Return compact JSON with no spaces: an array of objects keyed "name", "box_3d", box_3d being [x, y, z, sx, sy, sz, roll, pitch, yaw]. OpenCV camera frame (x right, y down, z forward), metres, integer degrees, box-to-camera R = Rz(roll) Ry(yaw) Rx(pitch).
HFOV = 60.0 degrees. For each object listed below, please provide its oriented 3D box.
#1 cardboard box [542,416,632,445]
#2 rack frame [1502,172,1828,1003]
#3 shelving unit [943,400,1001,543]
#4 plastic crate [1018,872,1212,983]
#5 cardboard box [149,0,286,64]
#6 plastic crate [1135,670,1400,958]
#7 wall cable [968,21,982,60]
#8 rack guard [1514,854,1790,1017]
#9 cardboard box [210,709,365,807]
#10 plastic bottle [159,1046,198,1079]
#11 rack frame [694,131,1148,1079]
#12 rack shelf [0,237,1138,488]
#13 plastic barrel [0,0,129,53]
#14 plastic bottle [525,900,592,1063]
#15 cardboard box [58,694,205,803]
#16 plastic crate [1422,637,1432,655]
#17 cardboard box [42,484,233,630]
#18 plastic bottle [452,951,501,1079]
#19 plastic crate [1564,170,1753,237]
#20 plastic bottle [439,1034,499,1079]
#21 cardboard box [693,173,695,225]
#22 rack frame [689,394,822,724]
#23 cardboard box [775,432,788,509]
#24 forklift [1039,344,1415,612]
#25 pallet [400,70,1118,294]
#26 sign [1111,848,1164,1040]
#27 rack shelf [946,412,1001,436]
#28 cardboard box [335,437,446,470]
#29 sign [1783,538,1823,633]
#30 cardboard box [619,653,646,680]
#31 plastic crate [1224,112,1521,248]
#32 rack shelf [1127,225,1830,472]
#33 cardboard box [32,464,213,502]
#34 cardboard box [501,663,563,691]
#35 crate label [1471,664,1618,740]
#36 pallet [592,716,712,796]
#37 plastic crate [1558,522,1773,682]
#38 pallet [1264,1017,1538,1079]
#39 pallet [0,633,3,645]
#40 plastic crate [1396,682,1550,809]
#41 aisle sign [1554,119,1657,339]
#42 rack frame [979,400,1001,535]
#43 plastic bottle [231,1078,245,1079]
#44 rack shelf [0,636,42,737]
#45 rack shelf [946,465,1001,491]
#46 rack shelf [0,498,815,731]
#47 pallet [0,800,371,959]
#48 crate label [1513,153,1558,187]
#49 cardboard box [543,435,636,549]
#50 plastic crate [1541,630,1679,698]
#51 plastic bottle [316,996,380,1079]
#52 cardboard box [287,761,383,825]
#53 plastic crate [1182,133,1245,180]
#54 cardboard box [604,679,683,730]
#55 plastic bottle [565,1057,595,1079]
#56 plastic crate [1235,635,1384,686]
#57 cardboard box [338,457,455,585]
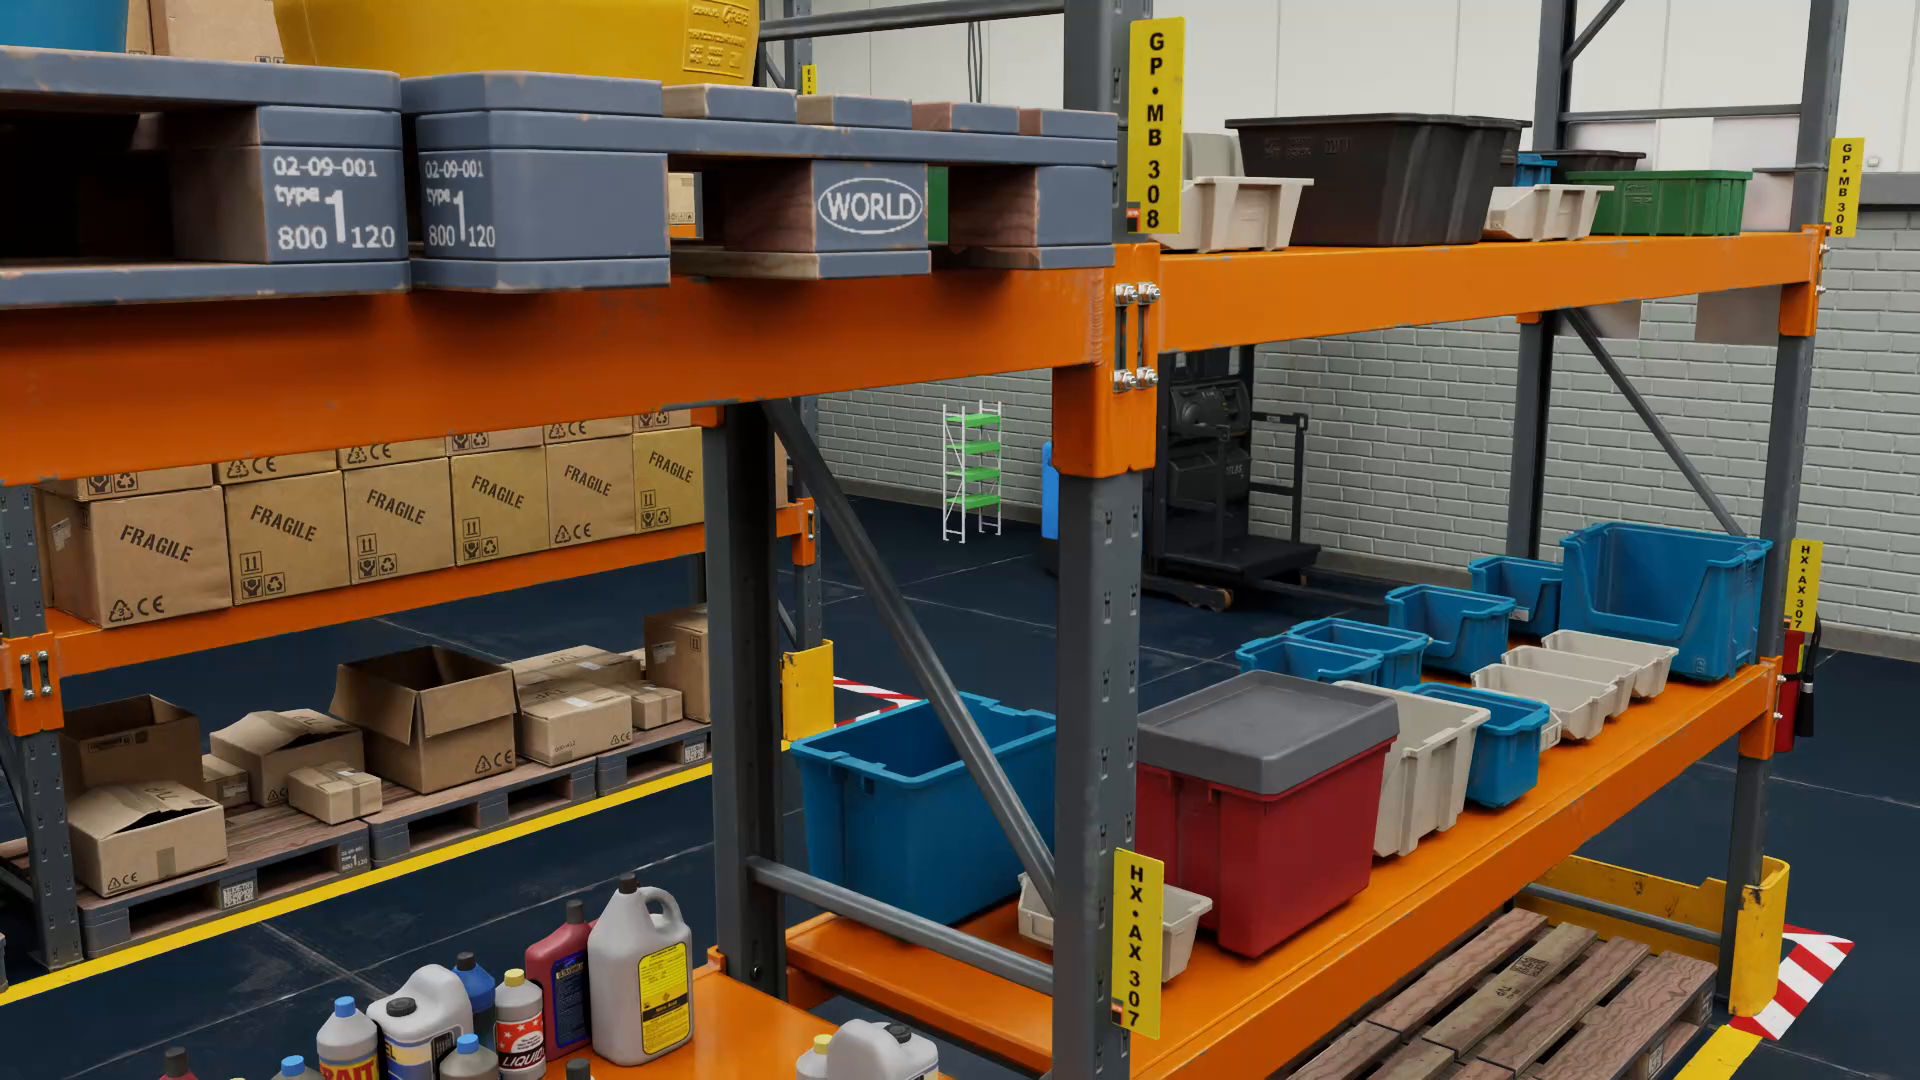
[{"name":"cardboard box","box_3d":[-1.944,-0.757,8.033,0.500,0.500,0.500,10,15,42]},{"name":"rack frame","box_3d":[2.533,0.171,6.195,1.000,3.000,0.127,10,15,40]},{"name":"shelving unit","box_3d":[0.109,-0.613,14.716,0.258,1.200,0.503,10,15,40]},{"name":"plastic crate","box_3d":[0.308,0.810,3.518,0.396,0.136,0.243,10,15,40]},{"name":"cardboard box","box_3d":[-3.097,-2.023,6.715,0.700,0.500,0.500,10,15,40]},{"name":"plastic crate","box_3d":[0.671,0.600,3.731,0.402,0.464,0.583,10,15,40]},{"name":"wall cable","box_3d":[1.126,-5.441,14.013,3.097,2.526,0.112,10,15,40]},{"name":"rack guard","box_3d":[2.540,1.392,6.465,1.175,0.500,0.348,10,15,40]},{"name":"cardboard box","box_3d":[-3.167,0.991,7.833,0.500,0.311,0.500,10,15,40]},{"name":"plastic bottle","box_3d":[-1.256,0.947,2.611,0.061,0.283,0.133,10,15,40]},{"name":"rack frame","box_3d":[-0.107,0.760,3.248,1.000,3.000,0.127,10,15,40]},{"name":"rack shelf","box_3d":[-1.427,-0.064,1.551,1.077,0.370,4.000,10,15,40]},{"name":"plastic barrel","box_3d":[-1.119,-0.892,1.508,0.600,0.901,0.708,10,15,40]},{"name":"plastic bottle","box_3d":[-0.758,0.836,3.167,0.061,0.283,0.133,10,15,40]},{"name":"cardboard box","box_3d":[-3.662,1.009,7.262,0.500,0.500,0.500,10,15,40]},{"name":"plastic crate","box_3d":[1.401,0.401,5.563,0.250,0.136,0.298,10,15,40]},{"name":"cardboard box","box_3d":[-3.284,0.030,6.647,0.500,0.500,0.500,10,15,42]},{"name":"plastic bottle","box_3d":[-0.884,0.875,3.000,0.097,0.271,0.097,0,11,0]},{"name":"plastic crate","box_3d":[2.097,-1.014,5.010,0.450,0.188,0.336,10,15,40]},{"name":"plastic bottle","box_3d":[-0.834,0.943,2.837,0.097,0.201,0.097,0,11,0]},{"name":"cardboard box","box_3d":[-1.326,-1.757,8.576,0.500,0.250,0.500,10,15,40]},{"name":"rack frame","box_3d":[-1.185,-0.470,9.404,1.000,3.000,0.127,10,15,40]},{"name":"cardboard box","box_3d":[-1.276,-0.417,8.888,0.500,0.500,0.500,10,15,42]},{"name":"forklift","box_3d":[2.039,-1.030,12.382,3.031,2.935,1.130,11,16,43]},{"name":"pallet","box_3d":[-0.551,-0.490,2.332,1.213,0.211,1.003,10,15,40]},{"name":"sign","box_3d":[0.305,0.696,2.863,0.100,0.325,0.005,10,15,40]},{"name":"rack shelf","box_3d":[0.109,-1.021,14.634,0.258,0.148,0.480,10,15,40]},{"name":"cardboard box","box_3d":[-2.623,-0.605,7.273,0.500,0.500,0.500,9,15,39]},{"name":"sign","box_3d":[2.957,0.160,5.834,0.100,0.325,0.005,10,15,40]},{"name":"cardboard box","box_3d":[-1.885,0.758,9.368,0.380,0.166,0.250,10,15,40]},{"name":"plastic crate","box_3d":[0.919,-0.794,3.705,0.497,0.269,0.590,10,15,40]},{"name":"rack shelf","box_3d":[1.213,-0.652,4.498,1.077,0.370,4.000,10,15,40]},{"name":"cardboard box","box_3d":[-3.303,-0.453,6.514,0.500,0.500,0.500,10,15,42]},{"name":"cardboard box","box_3d":[-2.417,0.854,8.676,0.500,0.250,0.500,10,15,40]},{"name":"crate label","box_3d":[1.763,0.500,5.071,0.396,0.136,0.243,10,15,40]},{"name":"pallet","box_3d":[-1.761,1.027,9.033,1.003,0.211,1.213,10,15,40]},{"name":"plastic crate","box_3d":[2.453,0.198,5.818,0.616,0.435,0.499,10,15,40]},{"name":"pallet","box_3d":[1.154,1.834,4.991,1.003,0.211,1.213,10,15,40]},{"name":"pallet","box_3d":[-6.183,0.564,11.347,1.003,0.211,1.213,10,15,40]},{"name":"plastic crate","box_3d":[1.370,0.559,4.526,0.416,0.233,0.300,10,15,40]},{"name":"aisle sign","box_3d":[2.358,-1.152,6.185,0.394,0.787,0.004,10,15,40]},{"name":"rack frame","box_3d":[0.270,-0.649,14.895,0.240,1.200,0.015,10,15,40]},{"name":"plastic bottle","box_3d":[-1.166,0.972,2.693,0.097,0.201,0.097,0,11,0]},{"name":"rack shelf","box_3d":[-5.146,0.766,5.054,1.077,0.370,4.000,10,15,40]},{"name":"rack shelf","box_3d":[0.109,-0.550,14.728,0.258,0.148,0.480,10,15,40]},{"name":"rack shelf","box_3d":[-2.505,0.177,8.001,1.077,0.370,4.000,10,15,40]},{"name":"pallet","box_3d":[-3.371,1.386,7.236,1.003,0.211,1.213,10,15,40]},{"name":"crate label","box_3d":[1.682,-1.133,5.445,0.408,0.251,0.502,10,15,40]},{"name":"cardboard box","box_3d":[-1.949,-0.268,8.139,0.500,0.500,0.500,10,15,41]},{"name":"plastic crate","box_3d":[2.131,0.415,5.497,0.396,0.136,0.243,10,15,40]},{"name":"plastic bottle","box_3d":[-1.037,0.909,2.829,0.097,0.271,0.097,0,11,0]},{"name":"cardboard box","box_3d":[-2.822,1.130,7.504,0.380,0.166,0.250,10,15,40]},{"name":"plastic crate","box_3d":[0.839,-0.955,4.480,0.437,0.282,0.530,10,15,40]},{"name":"cardboard box","box_3d":[-1.694,0.864,8.838,0.380,0.166,0.250,10,15,40]},{"name":"plastic bottle","box_3d":[-0.576,0.943,2.457,0.144,0.351,0.185,10,15,40]},{"name":"plastic crate","box_3d":[1.056,0.456,5.045,0.416,0.233,0.300,10,15,40]},{"name":"cardboard box","box_3d":[-2.617,-0.119,7.393,0.500,0.500,0.500,10,15,40]}]
